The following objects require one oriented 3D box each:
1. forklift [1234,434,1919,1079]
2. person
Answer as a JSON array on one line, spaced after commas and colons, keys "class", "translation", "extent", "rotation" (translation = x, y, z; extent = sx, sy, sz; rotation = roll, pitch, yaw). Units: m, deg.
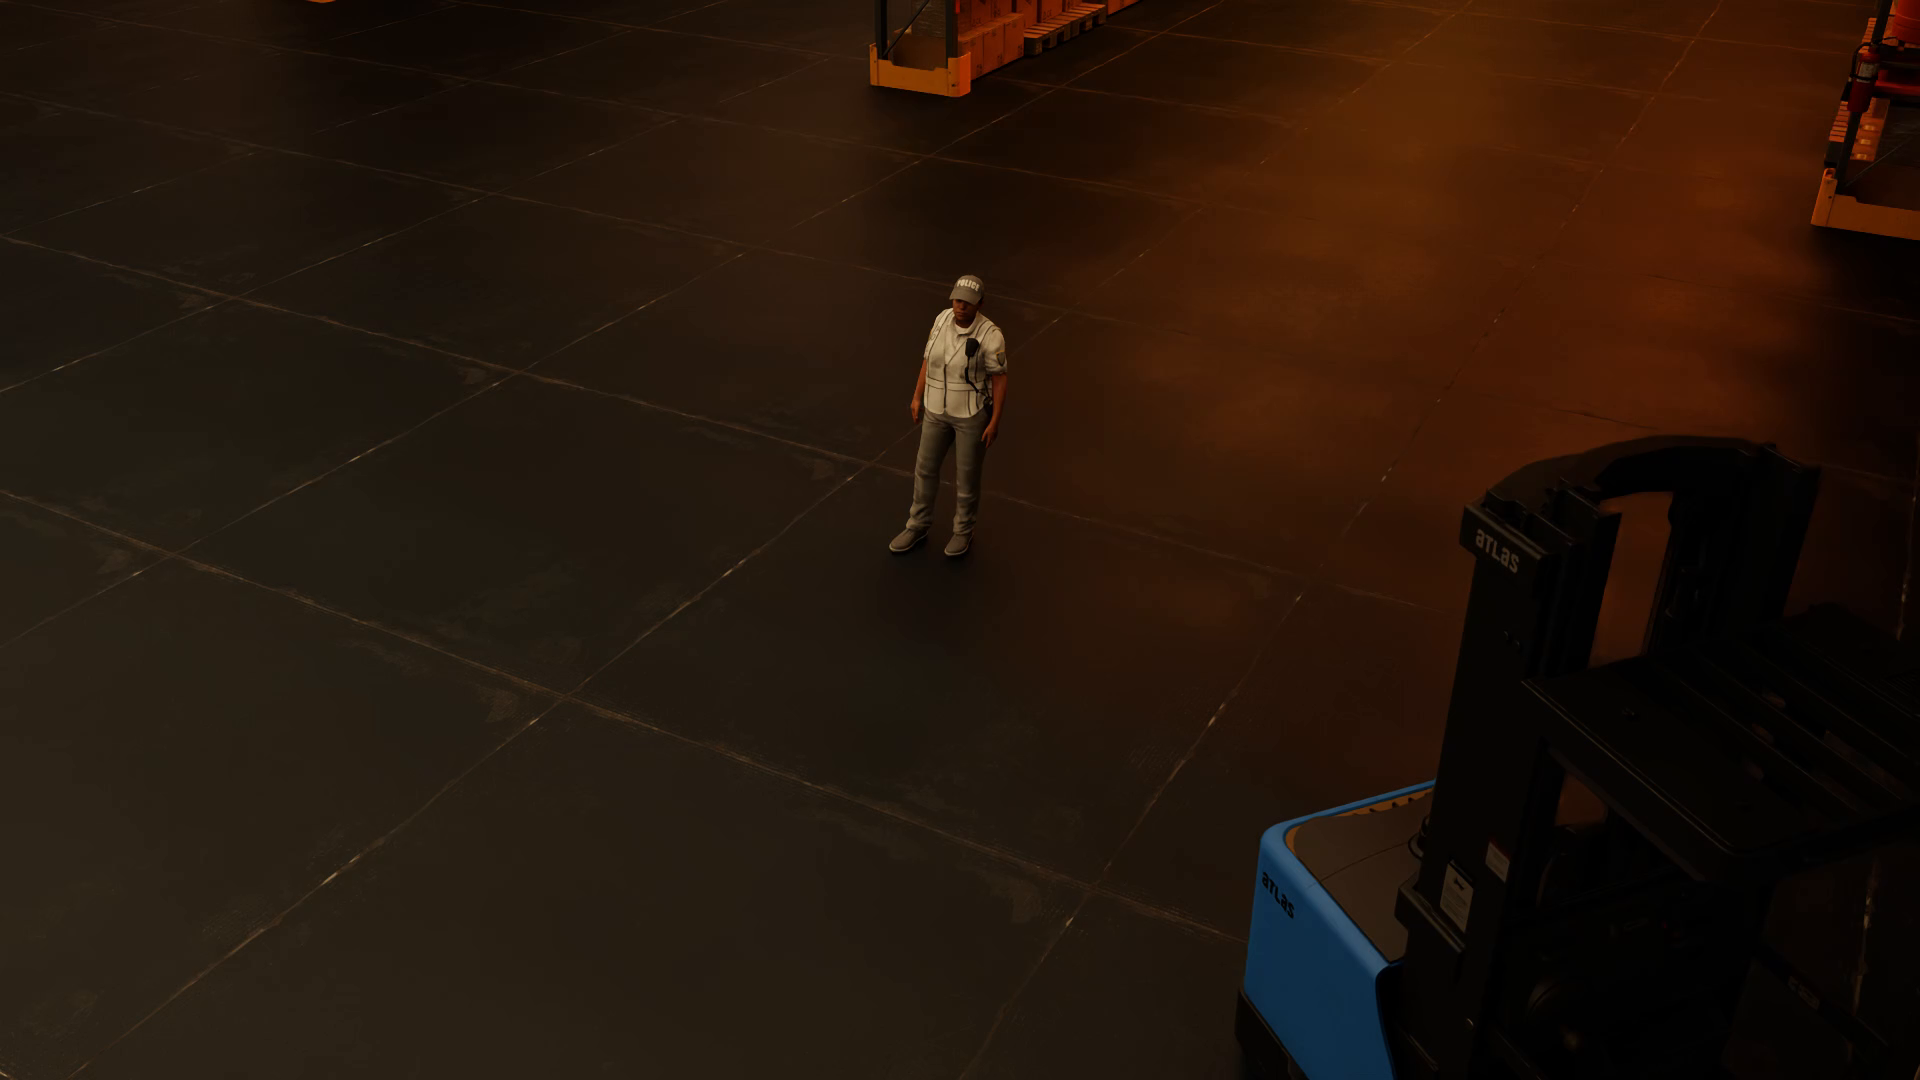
[{"class": "forklift", "translation": [2.094, 1.299, 4.819], "extent": [1.130, 2.935, 3.031], "rotation": [-11, 32, -19]}, {"class": "person", "translation": [-0.057, -0.700, 9.534], "extent": [0.598, 1.670, 0.529], "rotation": [15, 33, 25]}]
